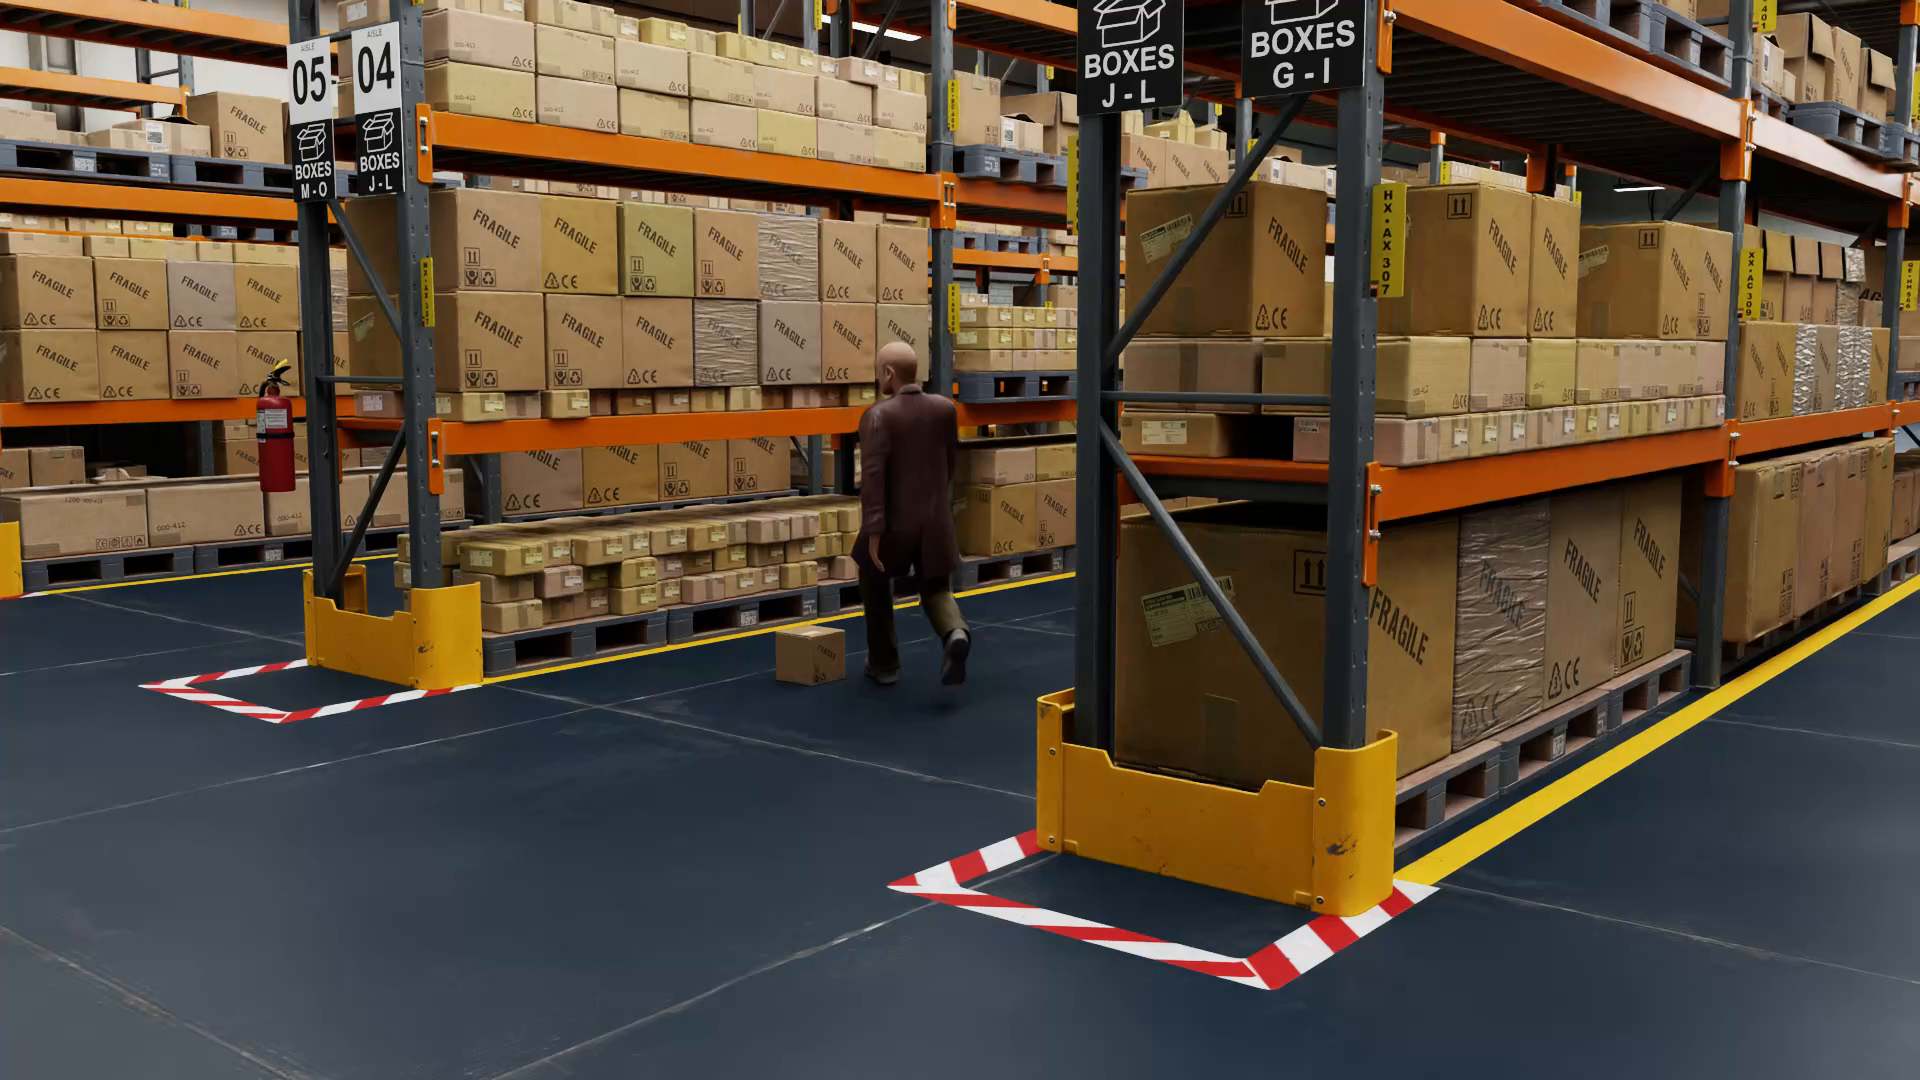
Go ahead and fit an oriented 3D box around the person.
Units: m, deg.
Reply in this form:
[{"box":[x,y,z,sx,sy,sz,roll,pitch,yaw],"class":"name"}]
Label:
[{"box":[-0.271,-0.104,8.020,0.588,1.692,1.049,-3,7,-26],"class":"person"}]
